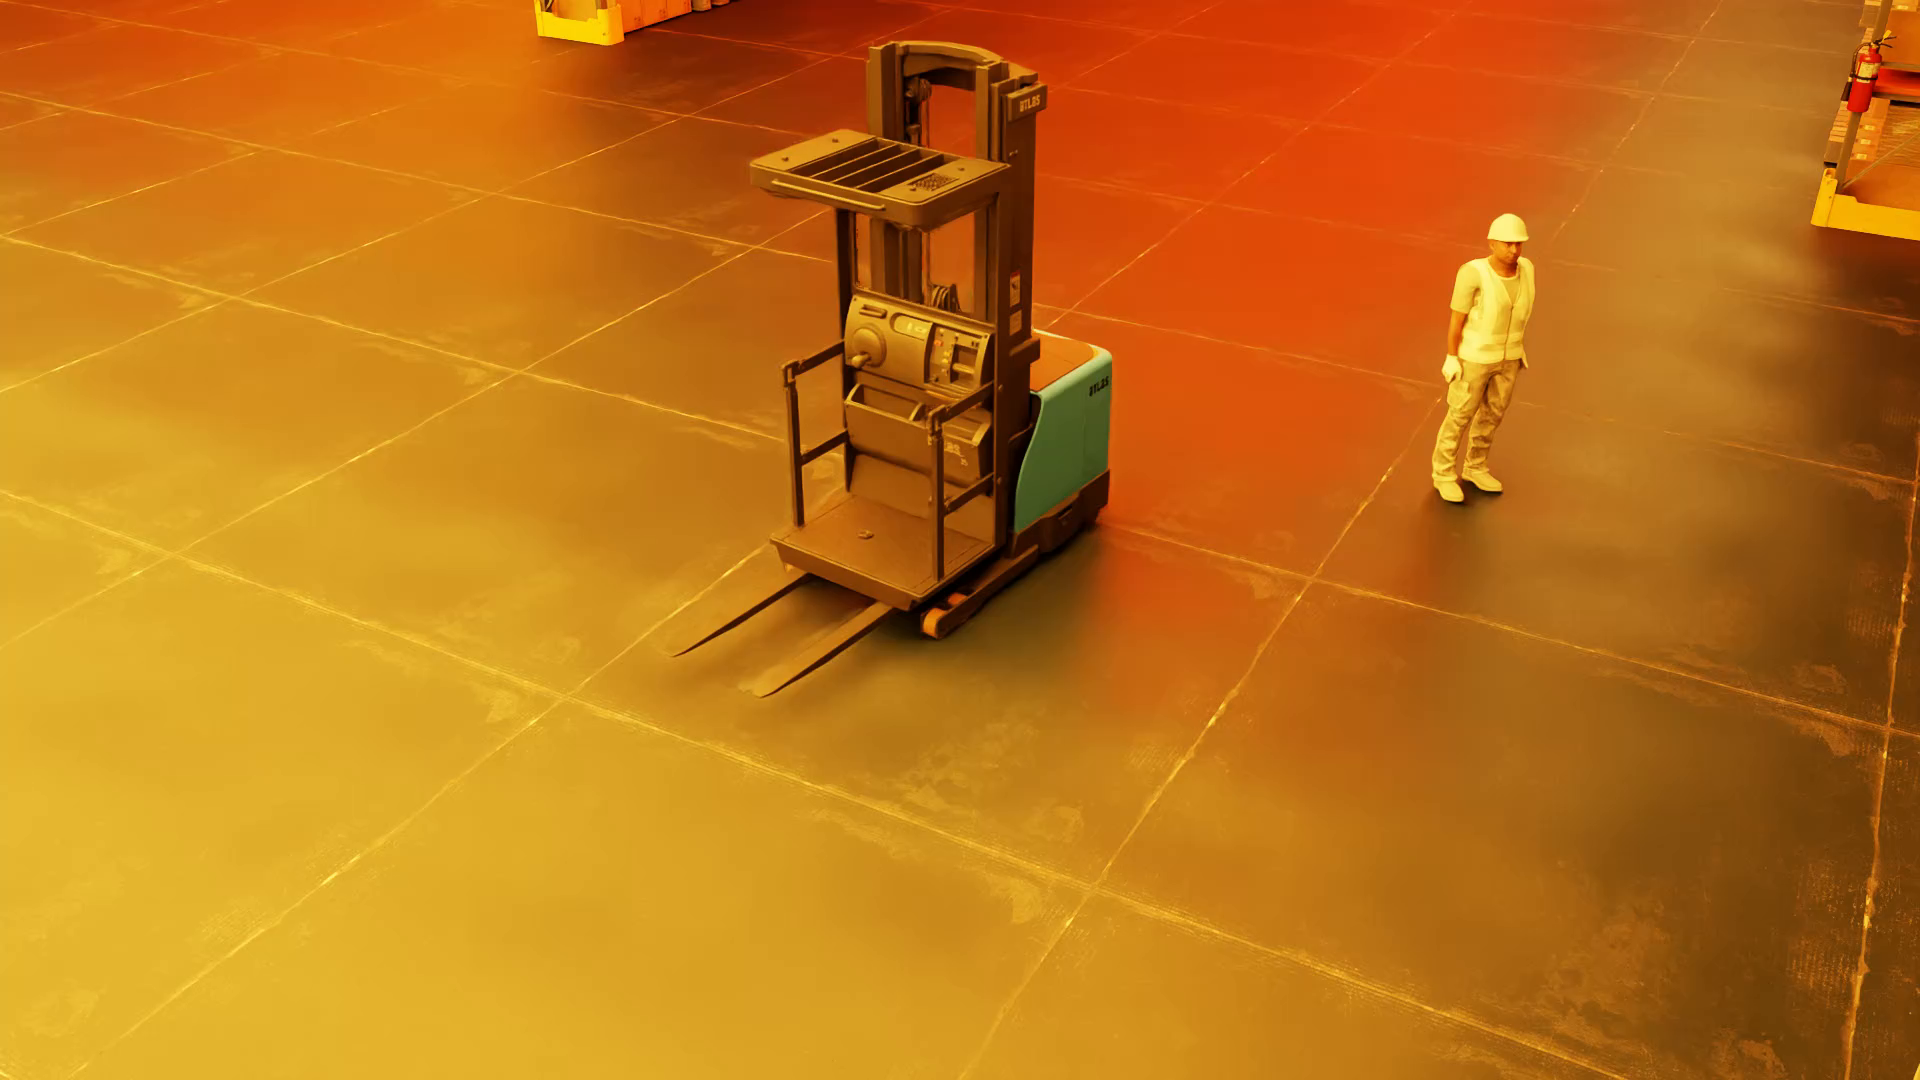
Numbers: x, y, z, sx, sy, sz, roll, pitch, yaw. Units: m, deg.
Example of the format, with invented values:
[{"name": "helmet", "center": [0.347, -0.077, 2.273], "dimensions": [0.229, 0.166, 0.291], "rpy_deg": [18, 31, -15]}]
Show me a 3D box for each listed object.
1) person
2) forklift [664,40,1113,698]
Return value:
[{"name": "person", "center": [3.223, -1.111, 10.142], "dimensions": [0.577, 1.789, 0.375], "rpy_deg": [-11, 32, -19]}, {"name": "forklift", "center": [-0.360, -1.007, 8.816], "dimensions": [1.130, 2.935, 3.031], "rpy_deg": [20, 36, 31]}]
